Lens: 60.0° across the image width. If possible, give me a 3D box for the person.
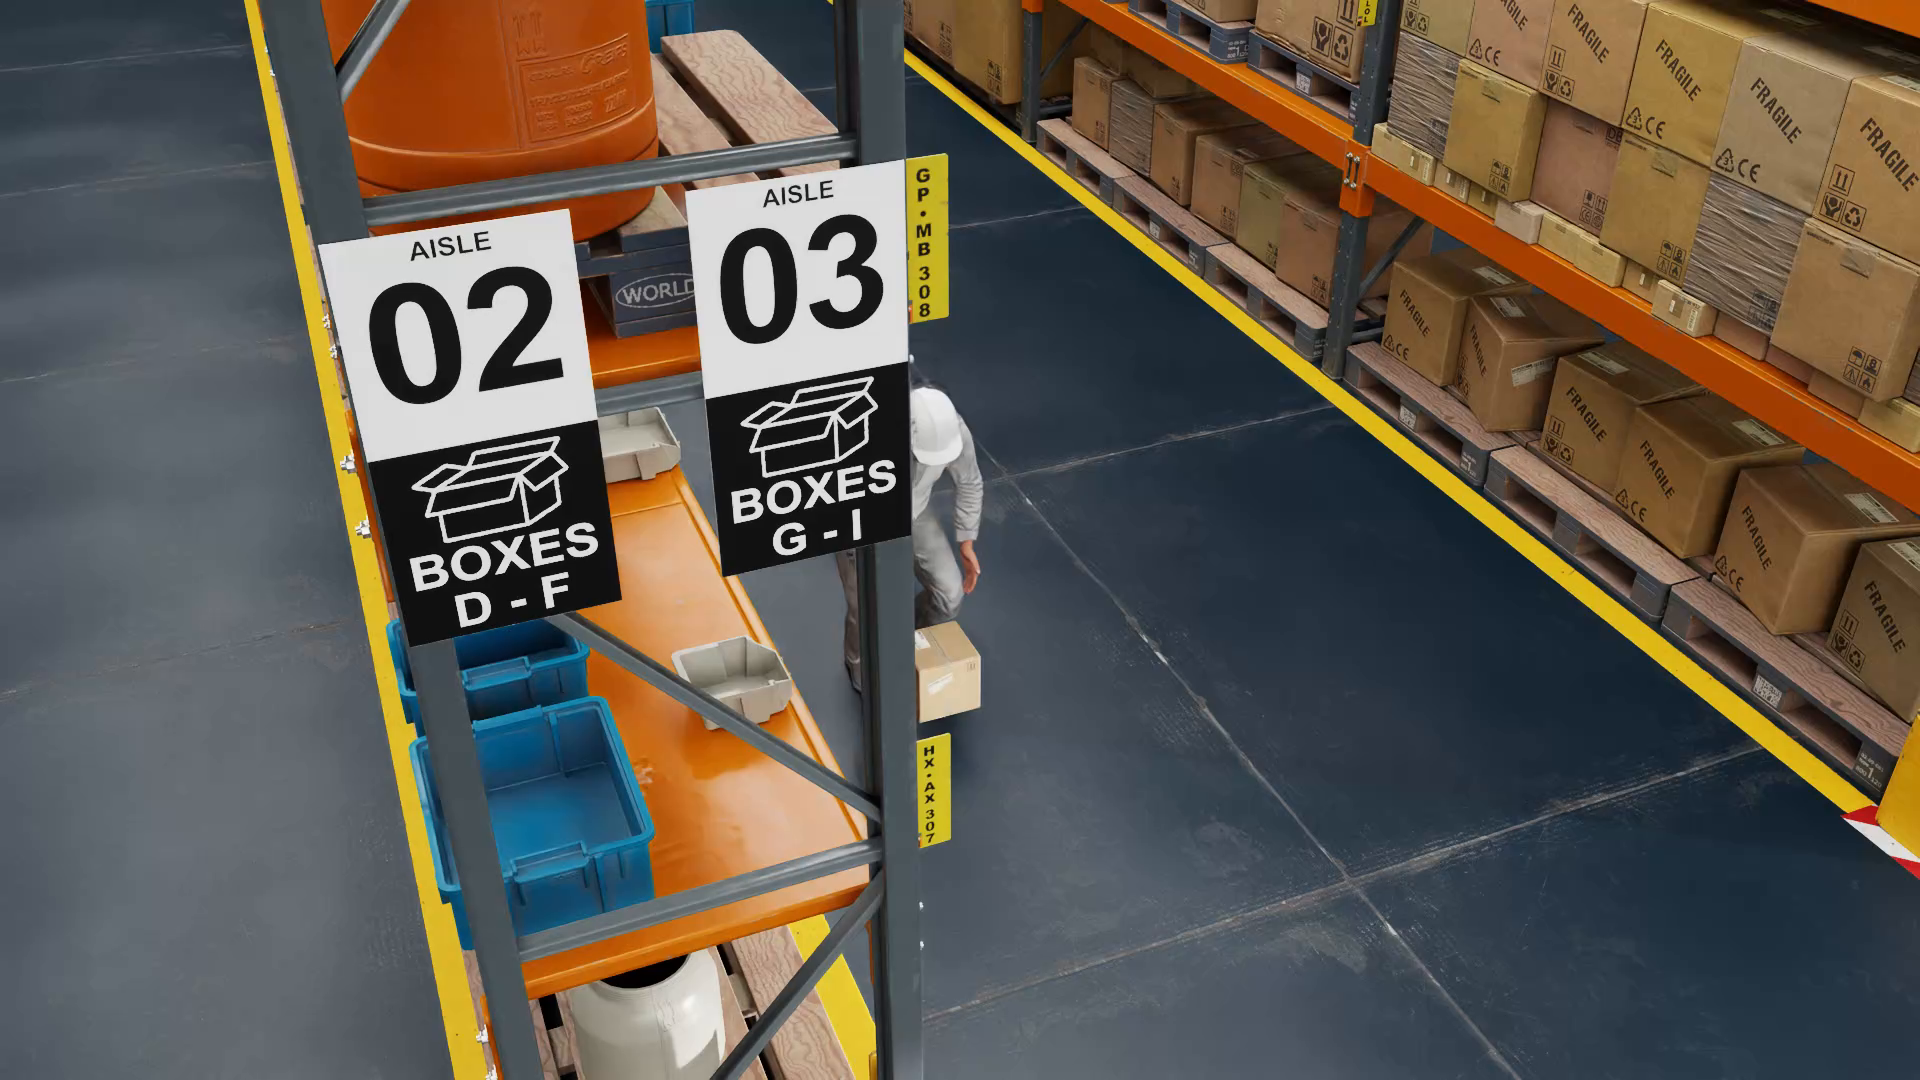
[{"bbox_3d":[-0.213,-0.046,6.486,0.592,1.450,0.740,-13,35,-19],"label":"person"}]
